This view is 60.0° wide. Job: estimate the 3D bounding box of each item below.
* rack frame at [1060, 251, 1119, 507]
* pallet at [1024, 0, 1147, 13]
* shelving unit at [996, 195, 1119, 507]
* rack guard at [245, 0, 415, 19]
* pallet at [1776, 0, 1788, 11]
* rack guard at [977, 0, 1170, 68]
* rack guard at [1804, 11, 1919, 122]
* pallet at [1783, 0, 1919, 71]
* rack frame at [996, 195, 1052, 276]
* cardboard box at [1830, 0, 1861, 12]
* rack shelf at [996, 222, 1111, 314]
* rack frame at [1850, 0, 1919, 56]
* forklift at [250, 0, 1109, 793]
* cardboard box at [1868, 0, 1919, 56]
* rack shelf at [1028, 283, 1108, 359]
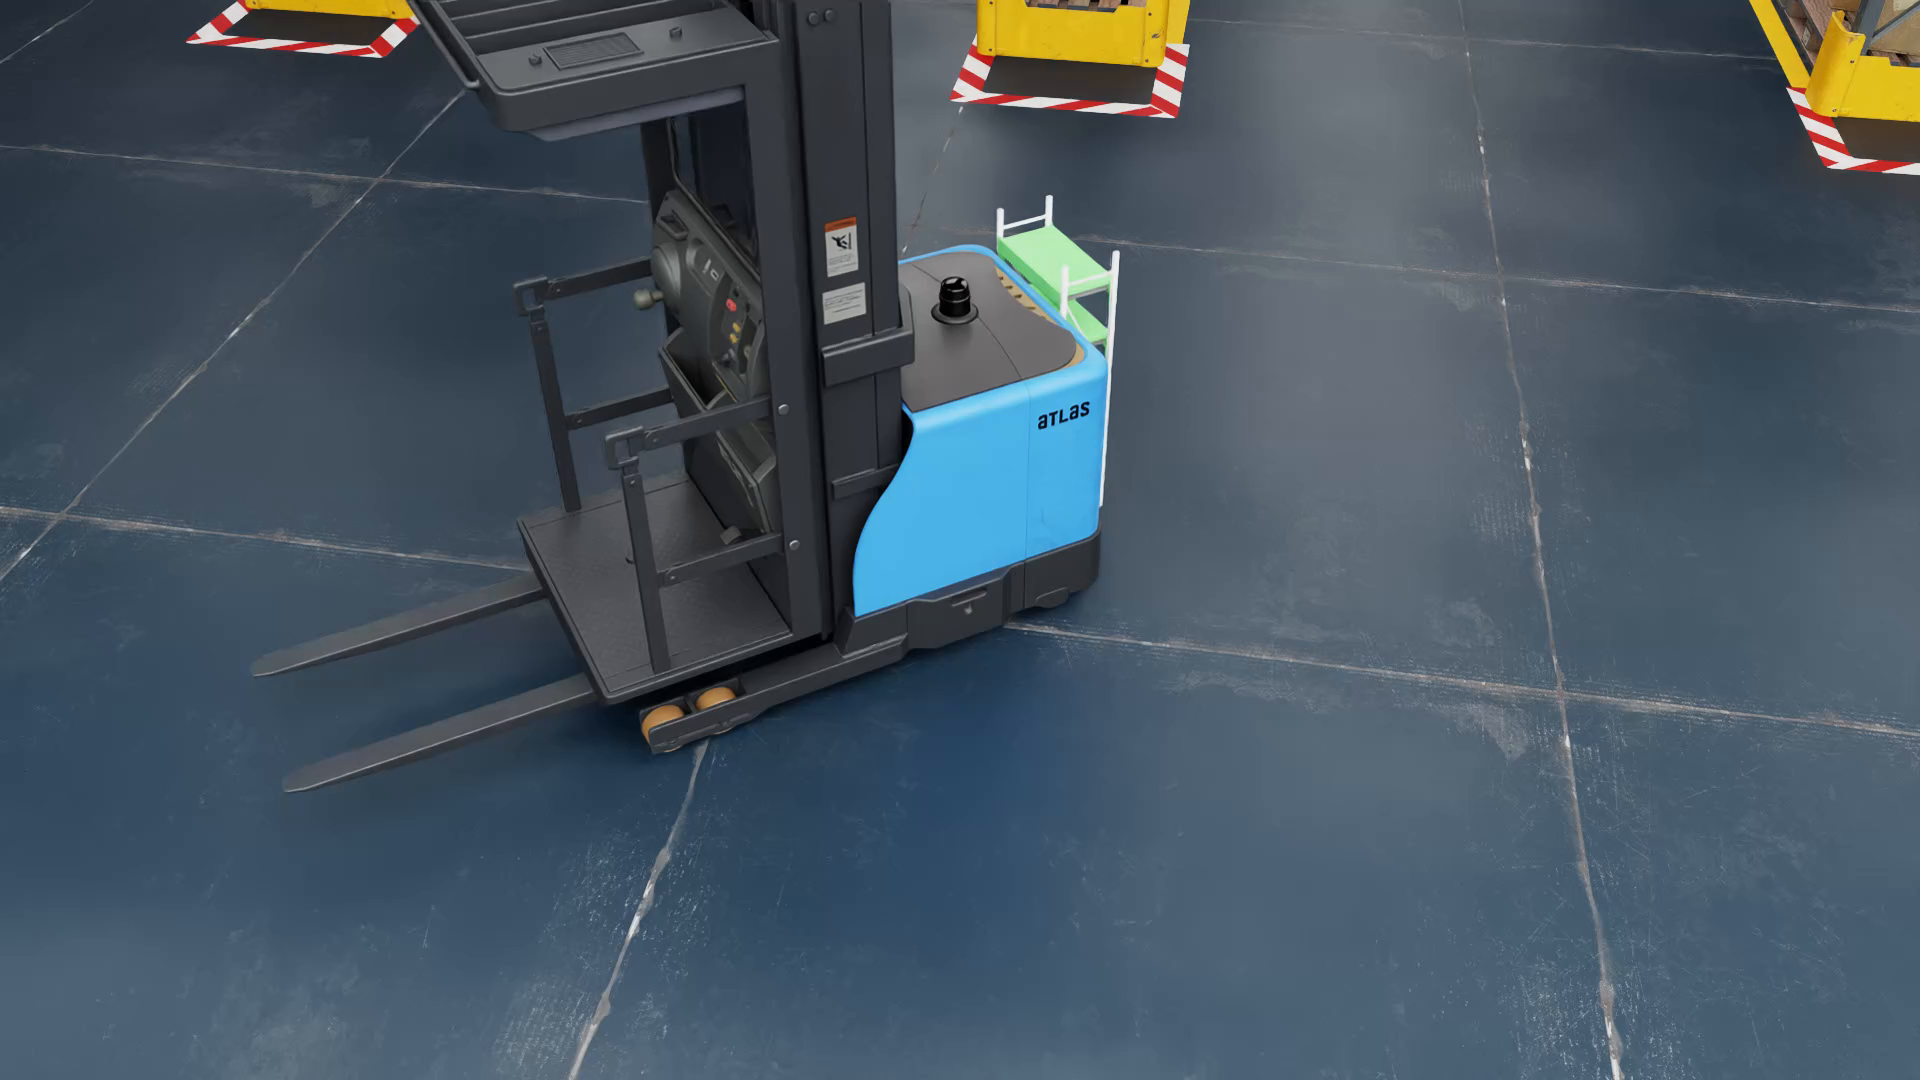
[{"bbox_3d":[0.482,-0.571,6.498,0.240,1.200,0.015,-19,43,-21],"label":"rack frame"},{"bbox_3d":[0.847,-3.679,11.034,1.003,0.211,1.213,6,40,8],"label":"pallet"},{"bbox_3d":[0.367,-0.708,6.664,0.258,1.200,0.503,-19,43,-21],"label":"shelving unit"},{"bbox_3d":[-4.148,-3.762,10.907,1.175,0.500,0.348,6,40,8],"label":"rack guard"},{"bbox_3d":[6.015,-3.888,11.287,1.003,0.211,1.213,6,40,8],"label":"pallet"},{"bbox_3d":[0.701,-3.281,10.326,1.175,0.500,0.348,6,40,8],"label":"rack guard"},{"bbox_3d":[5.626,-2.730,9.659,1.175,0.500,0.348,6,40,8],"label":"rack guard"},{"bbox_3d":[5.801,-3.124,10.363,1.003,0.211,1.213,6,40,8],"label":"pallet"},{"bbox_3d":[0.252,-0.845,6.830,0.240,1.200,0.015,-19,43,-21],"label":"rack frame"},{"bbox_3d":[5.807,-3.613,10.398,0.500,0.500,0.500,17,42,19],"label":"cardboard box"},{"bbox_3d":[0.367,-1.028,6.399,0.258,0.148,0.480,-19,43,-21],"label":"rack shelf"},{"bbox_3d":[5.613,-3.645,8.805,1.000,3.000,0.127,6,40,8],"label":"rack frame"},{"bbox_3d":[-1.009,-0.770,5.381,3.031,2.935,1.130,-18,43,-21],"label":"forklift"},{"bbox_3d":[5.737,-3.234,9.940,0.500,0.500,0.500,14,41,16],"label":"cardboard box"},{"bbox_3d":[0.367,-0.843,6.552,0.258,0.148,0.480,-19,43,-21],"label":"rack shelf"}]
